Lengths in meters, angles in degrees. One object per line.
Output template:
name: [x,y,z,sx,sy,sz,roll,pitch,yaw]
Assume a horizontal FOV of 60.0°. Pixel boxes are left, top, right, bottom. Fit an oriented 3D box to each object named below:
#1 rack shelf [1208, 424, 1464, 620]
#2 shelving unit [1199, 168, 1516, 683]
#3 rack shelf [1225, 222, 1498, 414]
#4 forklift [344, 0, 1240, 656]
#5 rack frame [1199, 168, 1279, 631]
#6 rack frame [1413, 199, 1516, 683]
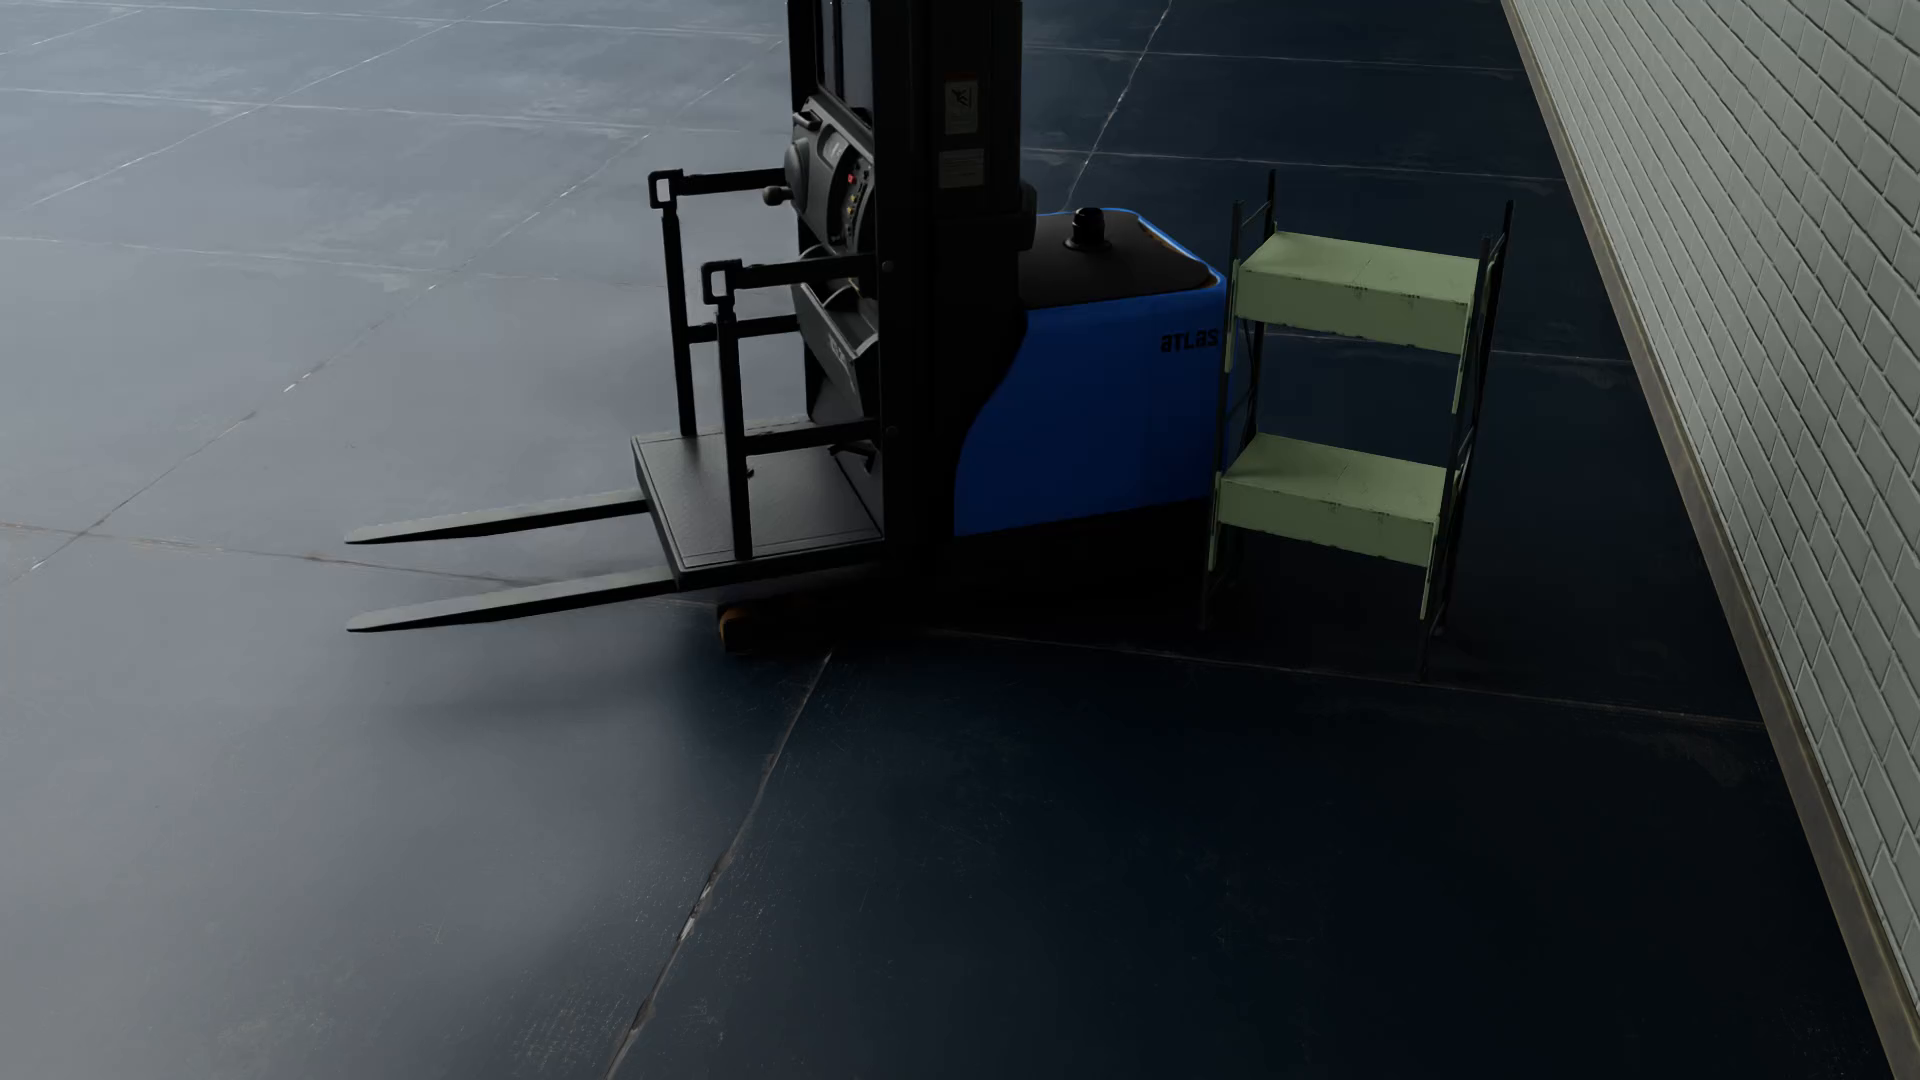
rack shelf: [1.243,-0.072,5.499,0.720,0.370,0.431,13,31,23]
shelving unit: [1.243,-0.358,5.342,0.755,1.500,0.431,13,31,23]
rack shelf: [1.243,-0.701,5.155,0.720,0.370,0.431,13,31,23]
forklift: [-0.611,-1.185,5.363,3.031,2.935,1.130,-9,30,-16]
rack frame: [0.915,-0.436,5.484,0.023,1.500,0.400,13,31,23]
rack frame: [1.572,-0.281,5.201,0.023,1.500,0.400,13,31,23]
